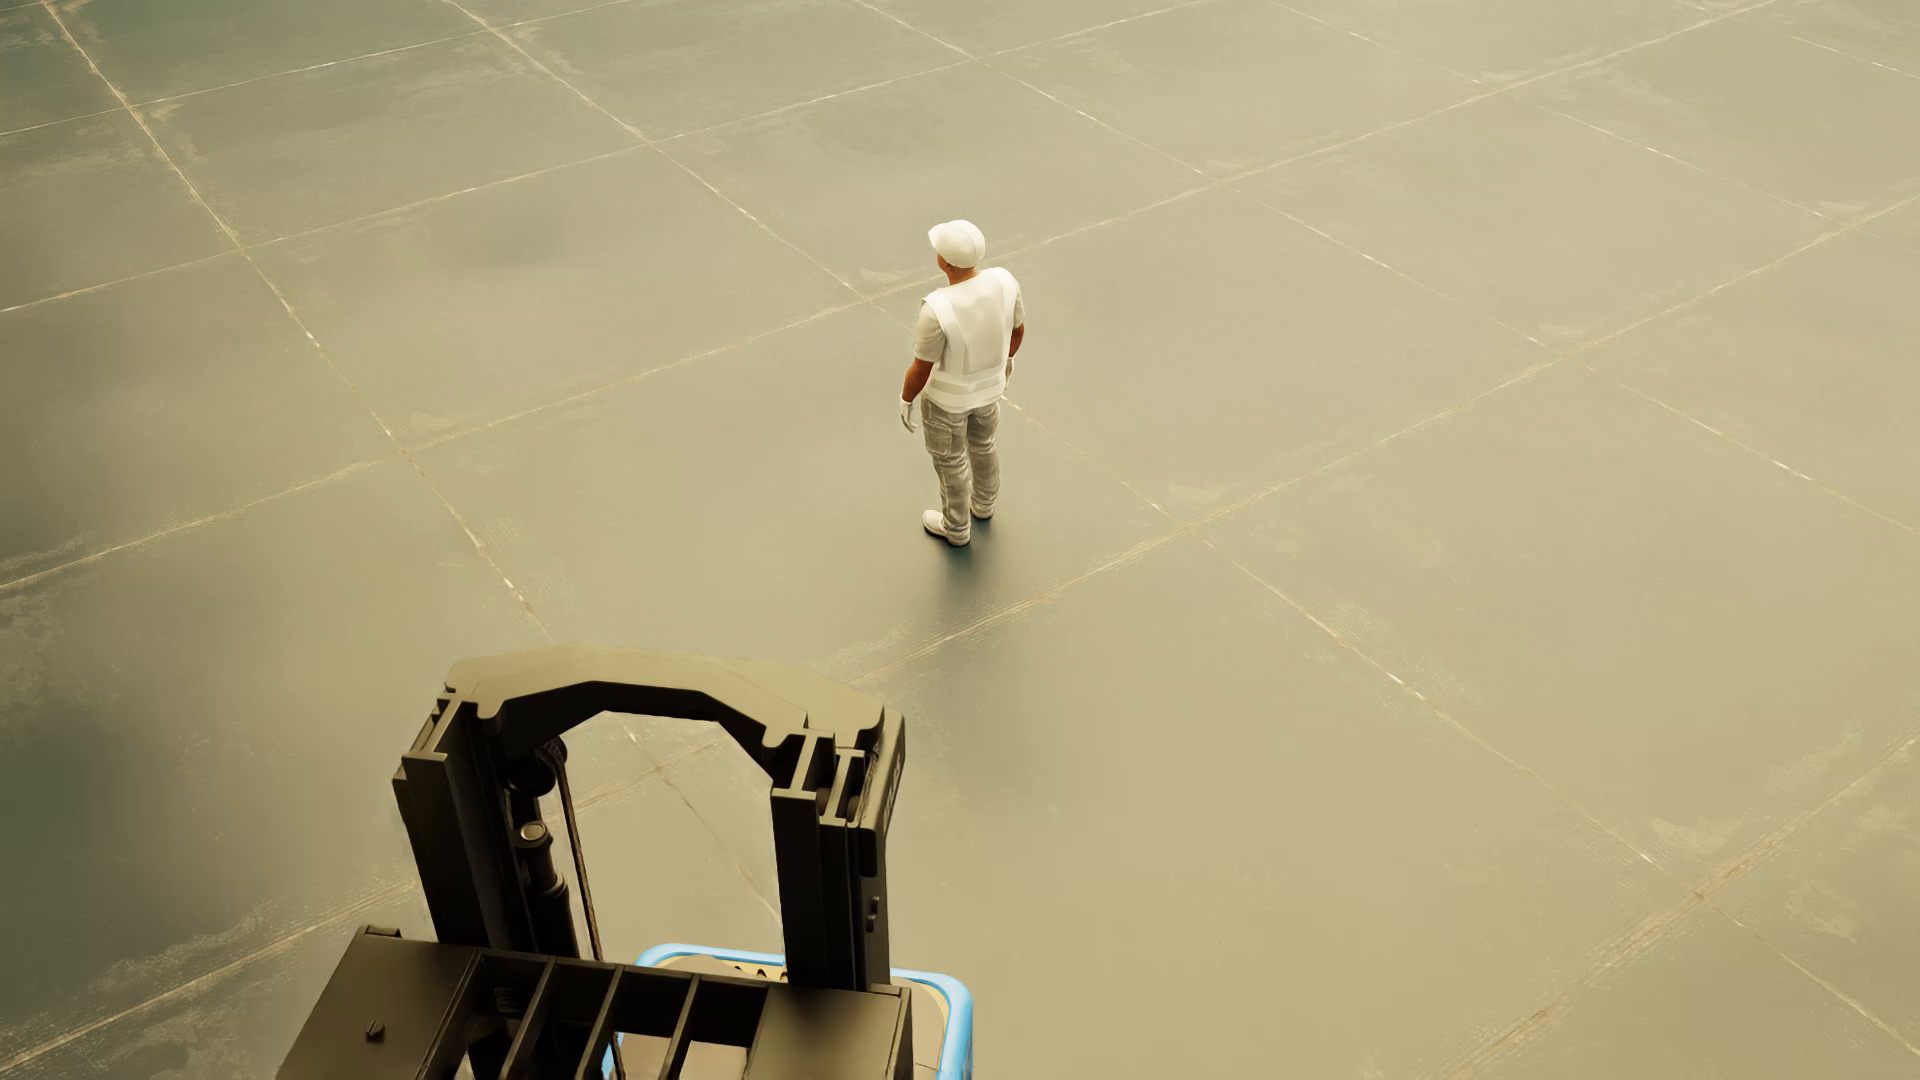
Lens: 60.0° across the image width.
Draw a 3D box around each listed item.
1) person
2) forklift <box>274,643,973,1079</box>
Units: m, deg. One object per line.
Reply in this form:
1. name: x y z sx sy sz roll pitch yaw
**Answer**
1. person: -0.035 -0.760 7.927 0.656 1.781 0.577 -23 42 -28
2. forklift: -0.669 1.793 3.520 1.130 2.935 3.031 5 37 7
